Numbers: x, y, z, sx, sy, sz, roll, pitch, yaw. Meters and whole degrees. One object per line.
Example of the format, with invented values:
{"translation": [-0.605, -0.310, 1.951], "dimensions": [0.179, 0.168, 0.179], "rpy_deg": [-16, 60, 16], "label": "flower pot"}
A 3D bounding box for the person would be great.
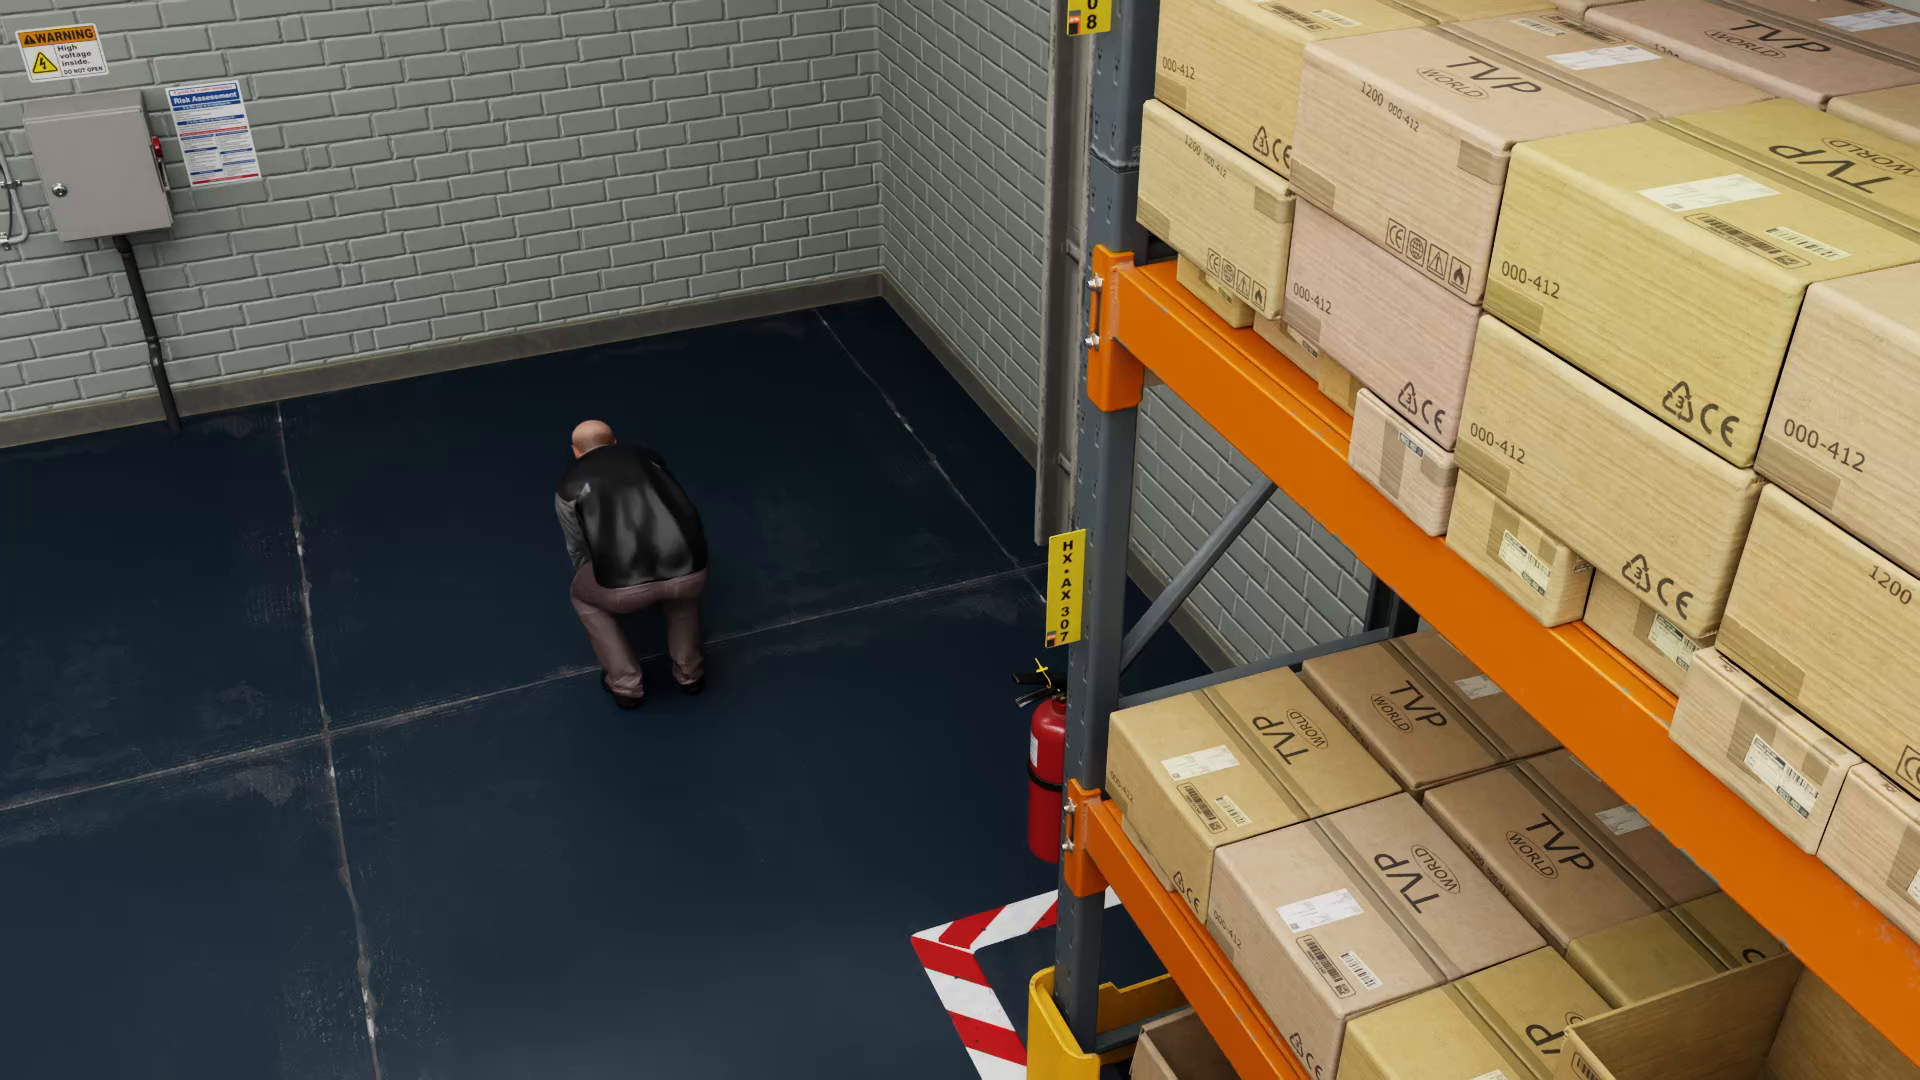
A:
{"translation": [-1.320, 0.103, 6.687], "dimensions": [0.520, 0.977, 0.942], "rpy_deg": [-14, 36, -21], "label": "person"}
